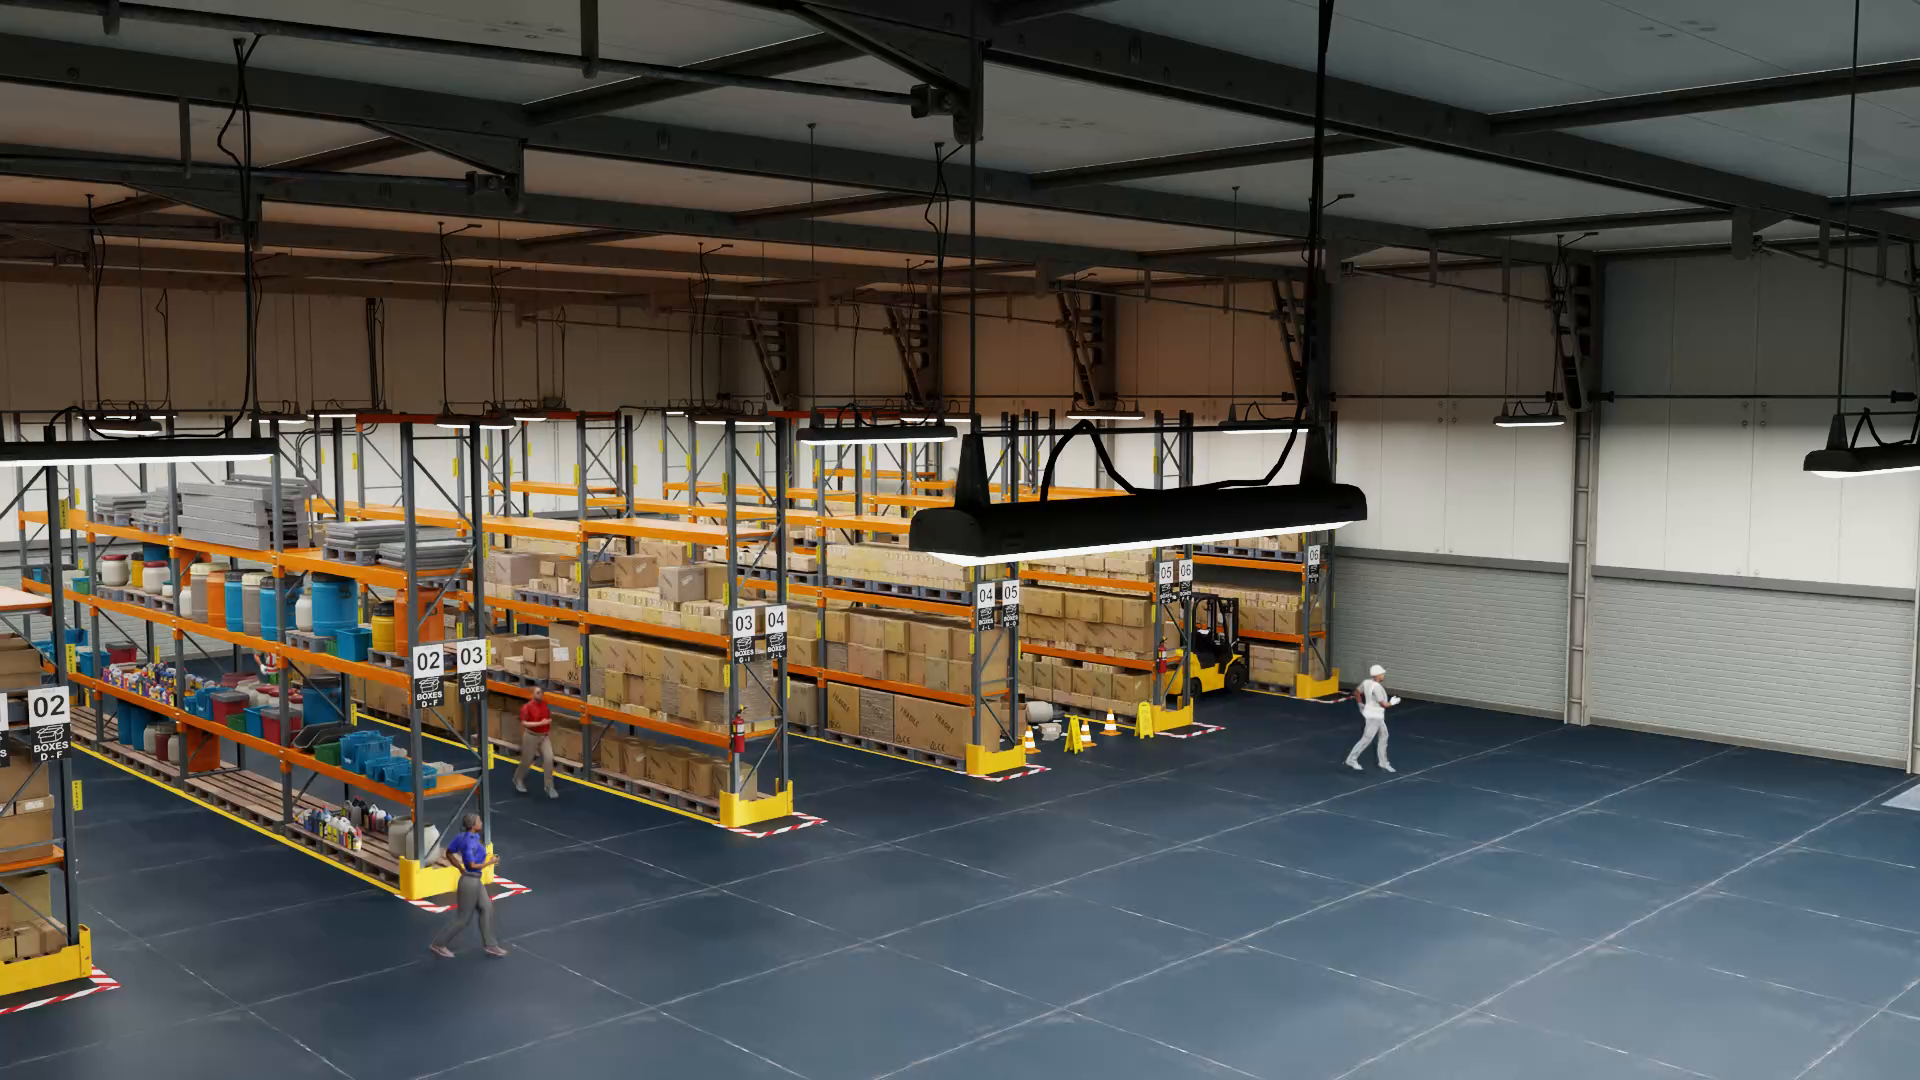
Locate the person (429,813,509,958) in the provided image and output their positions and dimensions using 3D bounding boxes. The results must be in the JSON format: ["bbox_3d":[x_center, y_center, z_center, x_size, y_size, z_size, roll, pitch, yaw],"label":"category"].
[{"bbox_3d":[-5.499,3.894,18.582,0.860,1.691,0.559,-2,5,-20],"label":"person"}]

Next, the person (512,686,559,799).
[{"bbox_3d":[-6.728,3.174,26.300,0.915,1.768,0.641,4,6,37],"label":"person"}]

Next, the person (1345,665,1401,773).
[{"bbox_3d":[6.917,3.006,27.883,0.893,1.832,0.666,0,5,4],"label":"person"}]

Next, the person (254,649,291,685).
[{"bbox_3d":[-13.383,2.610,32.486,0.902,1.787,0.663,4,6,38],"label":"person"}]
